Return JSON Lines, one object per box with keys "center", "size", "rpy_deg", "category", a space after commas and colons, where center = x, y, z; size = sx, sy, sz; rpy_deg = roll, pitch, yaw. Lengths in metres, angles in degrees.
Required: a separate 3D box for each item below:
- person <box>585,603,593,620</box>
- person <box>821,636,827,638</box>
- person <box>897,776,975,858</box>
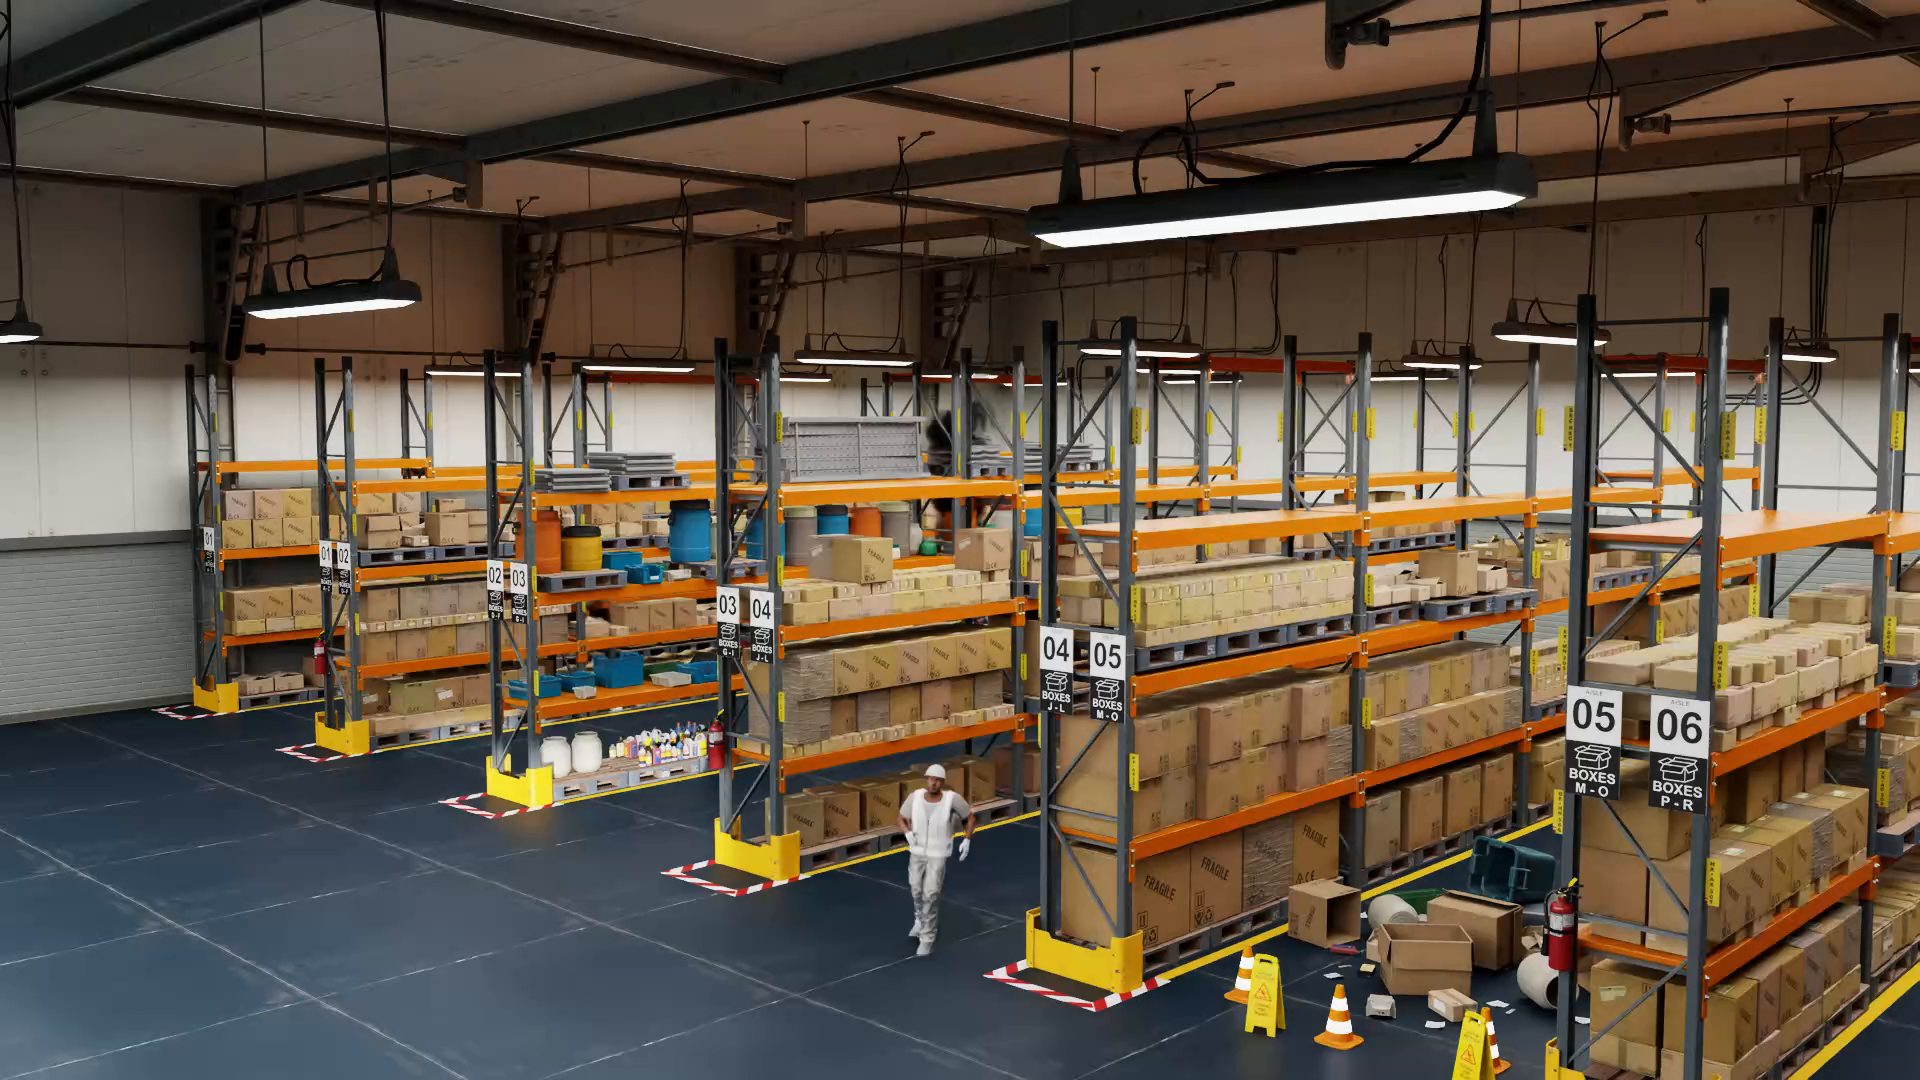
{"center": [-6.936, 1.989, 30.878], "size": [0.593, 1.640, 0.875], "rpy_deg": [4, 6, 41], "category": "person"}
{"center": [-2.393, 2.193, 27.723], "size": [0.638, 1.784, 0.781], "rpy_deg": [3, 6, 37], "category": "person"}
{"center": [-0.270, 2.631, 15.971], "size": [0.747, 0.895, 0.470], "rpy_deg": [1, 5, 16], "category": "person"}
